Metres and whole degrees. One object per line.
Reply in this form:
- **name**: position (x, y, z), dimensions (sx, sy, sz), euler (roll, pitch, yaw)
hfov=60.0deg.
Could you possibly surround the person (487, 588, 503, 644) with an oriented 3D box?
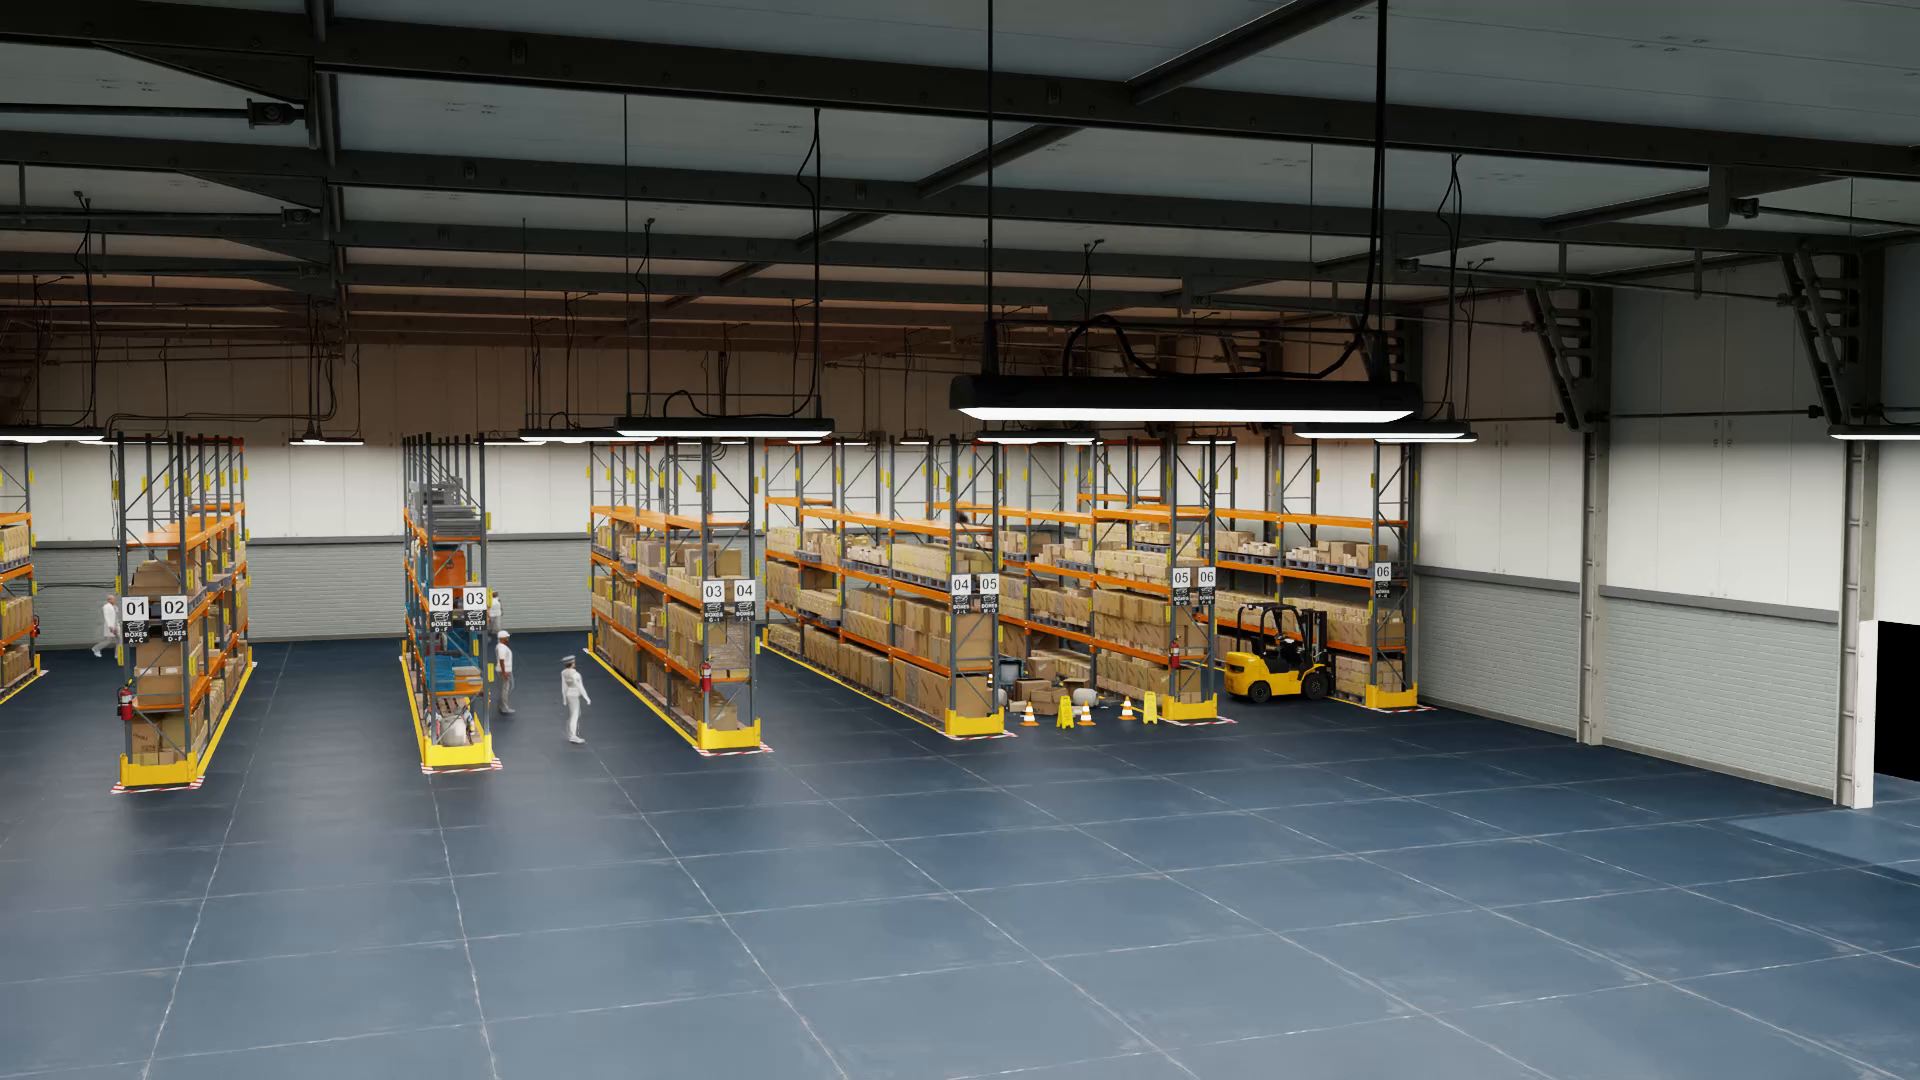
- **person**: position (-13.469, 2.206, 48.150), dimensions (0.434, 1.665, 0.708), euler (-1, 3, -25)

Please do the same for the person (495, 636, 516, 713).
- **person**: position (-9.873, 2.868, 36.048), dimensions (0.495, 1.742, 0.640), euler (0, 3, -3)

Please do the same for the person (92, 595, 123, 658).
- **person**: position (-23.037, 2.395, 45.032), dimensions (0.924, 1.633, 0.557), euler (0, 3, 8)

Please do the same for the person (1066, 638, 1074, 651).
- **person**: position (3.018, 2.289, 46.024), dimensions (0.574, 1.815, 0.584), euler (-2, 4, -28)

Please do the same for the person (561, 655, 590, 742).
- **person**: position (-7.478, 3.106, 32.374), dimensions (0.519, 1.720, 0.498), euler (-1, 3, -20)
